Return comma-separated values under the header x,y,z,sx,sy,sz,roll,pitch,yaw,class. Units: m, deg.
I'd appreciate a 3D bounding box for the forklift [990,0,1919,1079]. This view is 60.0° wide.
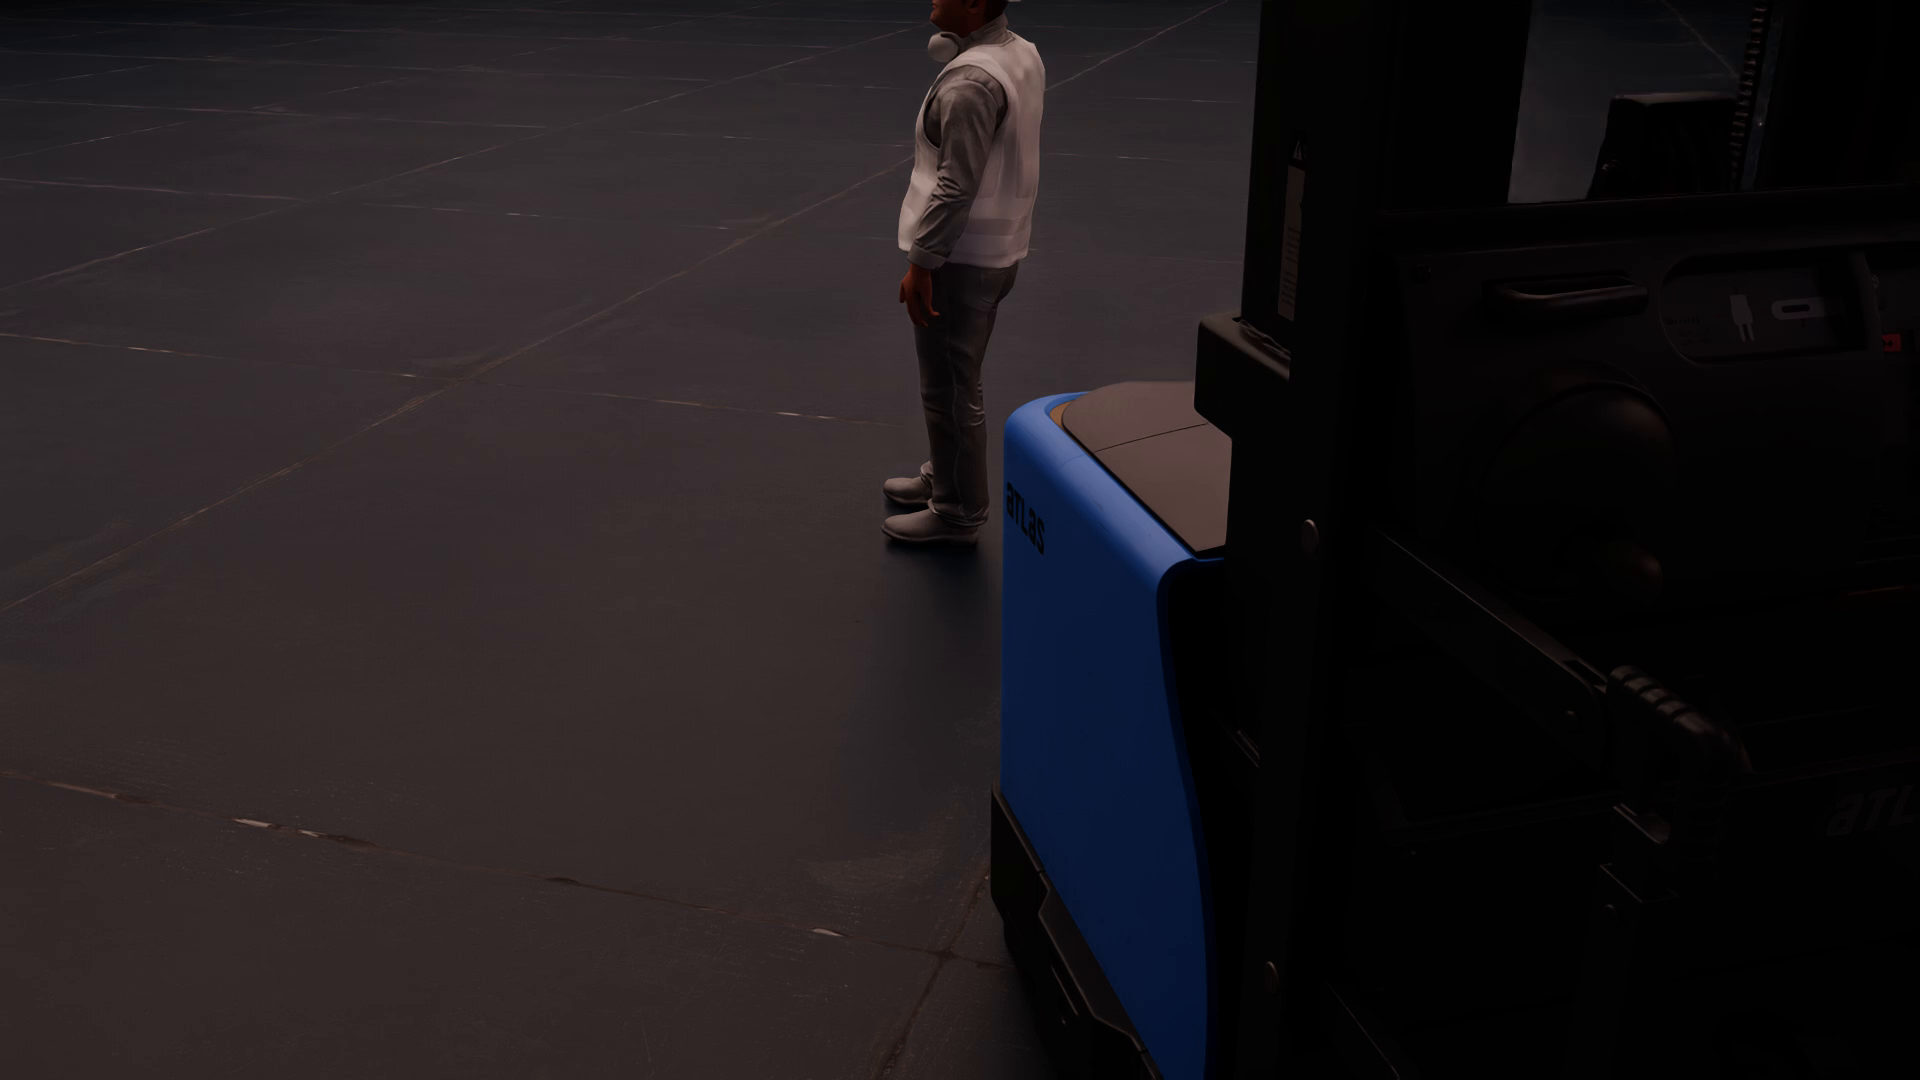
x,y,z,sx,sy,sz,roll,pitch,yaw,class
0.944,-0.122,1.576,1.130,2.935,3.031,-6,23,-14,forklift

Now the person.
x,y,z,sx,sy,sz,roll,pitch,yaw,class
-0.058,-0.837,4.803,0.566,1.775,0.634,7,23,16,person
